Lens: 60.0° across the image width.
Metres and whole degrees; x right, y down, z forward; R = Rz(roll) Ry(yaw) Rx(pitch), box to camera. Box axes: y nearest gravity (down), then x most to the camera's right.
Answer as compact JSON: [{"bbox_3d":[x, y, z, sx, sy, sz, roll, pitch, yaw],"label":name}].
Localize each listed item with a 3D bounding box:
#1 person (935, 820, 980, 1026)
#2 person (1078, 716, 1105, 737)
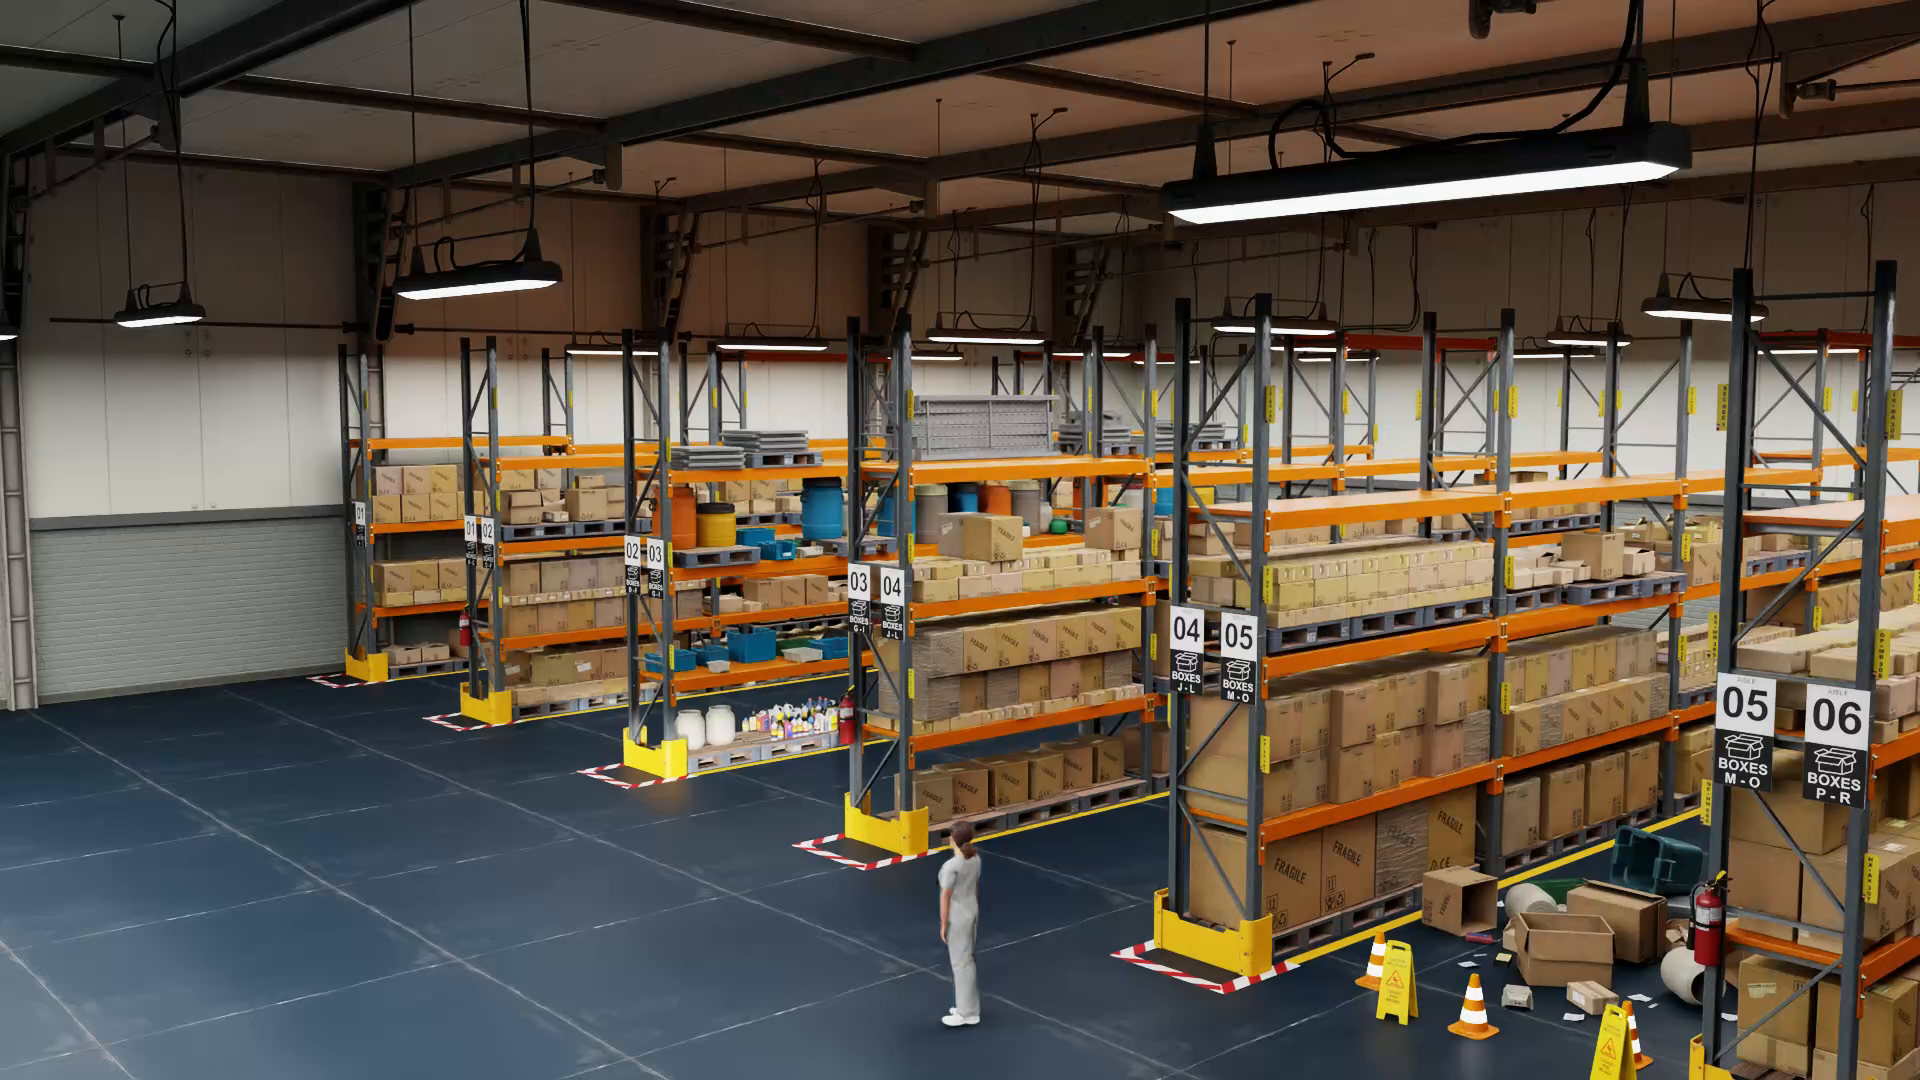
[{"bbox_3d":[0.007,3.124,13.606,0.379,1.700,0.528,2,5,21],"label":"person"},{"bbox_3d":[1.826,2.304,23.486,0.517,1.538,0.811,-1,5,-6],"label":"person"}]
